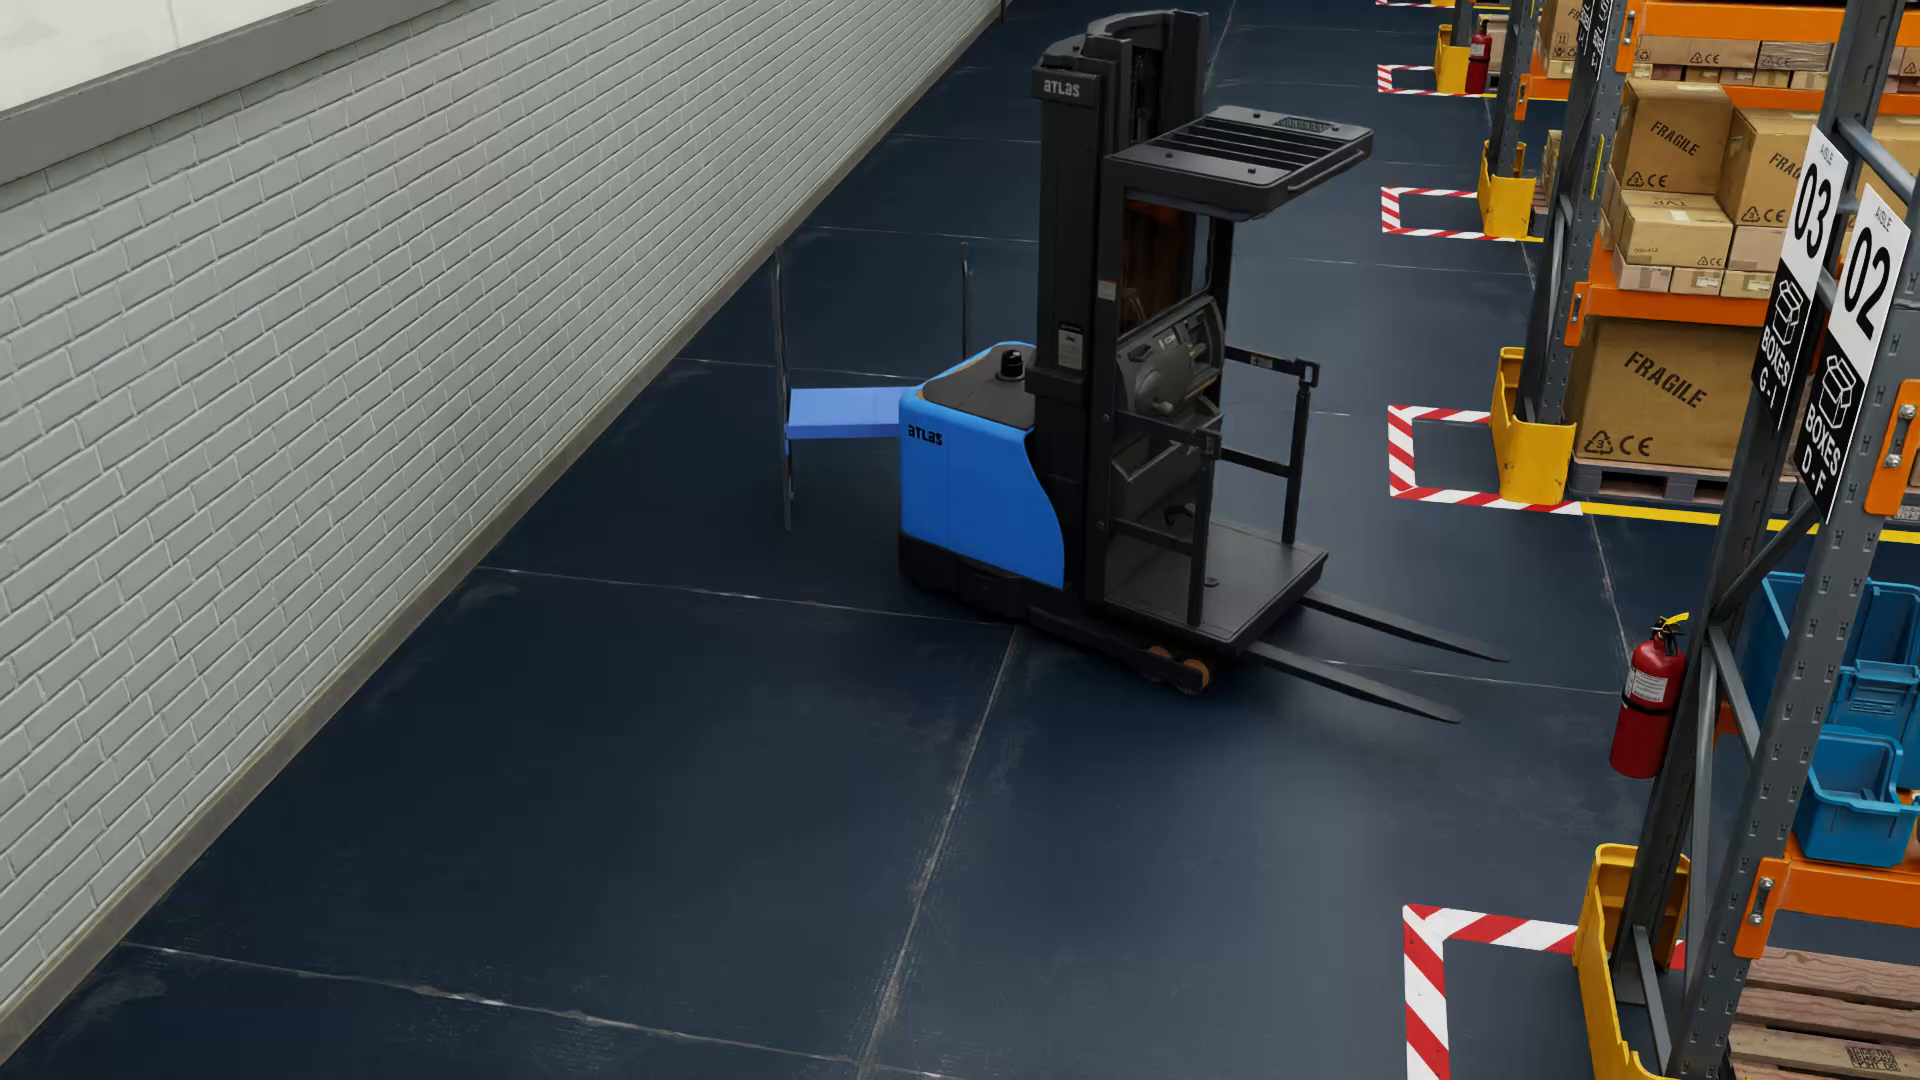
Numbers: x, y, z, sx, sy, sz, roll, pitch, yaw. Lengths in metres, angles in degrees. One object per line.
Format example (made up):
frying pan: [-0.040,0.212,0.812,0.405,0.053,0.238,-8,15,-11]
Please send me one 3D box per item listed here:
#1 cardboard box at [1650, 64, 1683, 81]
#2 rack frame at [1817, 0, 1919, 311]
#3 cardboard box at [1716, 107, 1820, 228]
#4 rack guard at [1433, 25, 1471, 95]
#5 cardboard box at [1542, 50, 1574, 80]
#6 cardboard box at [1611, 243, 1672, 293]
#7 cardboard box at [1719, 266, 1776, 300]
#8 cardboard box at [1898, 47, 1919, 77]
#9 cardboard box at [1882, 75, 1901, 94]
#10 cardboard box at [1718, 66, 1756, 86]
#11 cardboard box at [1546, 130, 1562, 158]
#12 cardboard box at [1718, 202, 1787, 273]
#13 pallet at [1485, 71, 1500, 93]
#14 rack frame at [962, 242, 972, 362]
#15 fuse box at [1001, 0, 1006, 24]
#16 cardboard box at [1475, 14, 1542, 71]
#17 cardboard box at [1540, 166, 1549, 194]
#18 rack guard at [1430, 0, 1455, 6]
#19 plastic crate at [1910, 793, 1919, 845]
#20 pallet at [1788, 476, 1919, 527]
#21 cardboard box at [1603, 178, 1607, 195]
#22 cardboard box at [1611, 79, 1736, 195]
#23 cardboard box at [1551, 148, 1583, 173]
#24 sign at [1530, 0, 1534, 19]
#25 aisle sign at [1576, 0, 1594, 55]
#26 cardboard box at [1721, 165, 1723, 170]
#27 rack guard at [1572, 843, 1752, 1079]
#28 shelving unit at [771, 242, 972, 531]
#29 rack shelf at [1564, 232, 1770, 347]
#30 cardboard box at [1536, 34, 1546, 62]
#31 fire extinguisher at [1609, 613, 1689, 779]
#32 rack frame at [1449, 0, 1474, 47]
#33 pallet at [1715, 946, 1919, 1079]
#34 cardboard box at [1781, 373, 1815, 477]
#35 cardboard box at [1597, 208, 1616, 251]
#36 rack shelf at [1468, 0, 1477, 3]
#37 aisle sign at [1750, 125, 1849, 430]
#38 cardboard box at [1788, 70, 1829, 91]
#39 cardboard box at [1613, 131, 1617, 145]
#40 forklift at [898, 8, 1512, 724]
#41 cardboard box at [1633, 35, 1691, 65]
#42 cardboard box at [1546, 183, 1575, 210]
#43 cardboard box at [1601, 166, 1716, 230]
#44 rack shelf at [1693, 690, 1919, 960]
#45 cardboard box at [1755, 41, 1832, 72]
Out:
cardboard box: [5.631,-3.800,13.329,0.250,0.149,0.380,7,30,13]
rack frame: [2.422,-2.103,3.720,0.127,3.000,1.000,6,29,11]
cardboard box: [4.359,-1.966,8.783,0.500,0.500,0.500,5,29,9]
rack guard: [5.503,-5.357,18.515,0.348,0.500,1.175,6,29,11]
cardboard box: [4.840,-3.820,13.365,0.250,0.149,0.380,6,29,10]
cardboard box: [3.735,-1.497,9.122,0.250,0.149,0.380,6,29,11]
cardboard box: [4.237,-1.446,9.029,0.250,0.149,0.380,5,29,9]
cardboard box: [7.464,-3.858,12.760,0.500,0.500,0.500,5,29,9]
cardboard box: [7.133,-3.604,12.971,0.250,0.149,0.380,5,29,8]
cardboard box: [6.127,-3.723,13.189,0.250,0.149,0.380,5,29,10]
cardboard box: [5.162,-3.377,14.207,0.250,0.149,0.380,6,29,11]
cardboard box: [4.380,-1.638,8.965,0.500,0.250,0.500,6,29,10]
pallet: [6.325,-5.185,18.501,1.213,0.211,1.003,6,29,11]
rack frame: [0.037,-0.851,9.243,0.032,1.500,0.500,-1,29,-2]
fuse box: [0.588,-7.413,21.008,0.414,1.711,0.539,6,29,11]
cardboard box: [6.193,-5.492,18.390,0.875,0.438,0.875,5,29,9]
cardboard box: [5.150,-3.095,14.312,0.250,0.149,0.380,6,29,11]
rack guard: [6.633,-7.679,22.755,0.348,0.500,1.175,6,29,11]
plastic crate: [2.892,0.869,4.752,0.298,0.136,0.250,6,29,11]
pallet: [5.445,-0.407,9.774,1.213,0.211,1.003,6,29,11]
cardboard box: [5.306,-2.954,13.743,0.250,0.149,0.380,6,29,10]
cardboard box: [3.988,-2.265,9.330,0.500,0.500,0.500,6,29,11]
cardboard box: [5.033,-3.099,13.699,0.250,0.149,0.380,5,29,8]
sign: [4.478,-4.241,12.972,0.005,0.325,0.100,6,29,11]
aisle sign: [3.449,-3.086,9.056,0.004,0.787,0.394,6,29,11]
cardboard box: [6.076,-3.024,13.562,0.250,0.149,0.380,7,29,13]
rack guard: [2.396,1.629,5.754,0.348,0.500,1.175,6,29,11]
shelving unit: [-0.471,-0.839,9.221,1.048,1.500,0.538,-1,29,-2]
rack shelf: [5.413,-1.281,9.216,4.000,0.370,1.077,6,29,11]
cardboard box: [4.969,-4.106,13.889,0.250,0.149,0.380,6,29,11]
fire extinguisher: [2.370,0.498,5.686,0.183,0.674,0.296,6,29,11]
rack frame: [5.526,-6.451,17.910,0.127,3.000,1.000,6,29,11]
pallet: [3.221,1.853,5.646,1.213,0.211,1.003,6,29,11]
cardboard box: [4.989,-0.932,9.603,0.875,0.875,0.875,6,29,11]
cardboard box: [3.874,-1.806,9.687,0.250,0.149,0.380,6,29,12]
rack shelf: [7.482,-5.935,17.717,4.000,0.370,1.077,6,29,11]
aisle sign: [2.413,-0.756,4.801,0.004,0.787,0.394,6,29,11]
cardboard box: [6.631,-3.647,13.049,0.250,0.149,0.380,6,29,12]
cardboard box: [5.676,-3.359,14.173,0.250,0.149,0.380,5,29,9]
forklift: [1.167,-0.840,7.733,3.031,2.935,1.130,19,34,31]
cardboard box: [5.501,-4.074,13.155,0.500,0.500,0.500,6,29,11]
cardboard box: [5.037,-2.847,13.859,0.250,0.149,0.380,6,29,12]
cardboard box: [3.986,-1.938,9.513,0.500,0.250,0.500,5,29,10]
rack shelf: [4.378,1.045,4.967,4.000,0.370,1.077,6,29,11]
cardboard box: [6.478,-3.971,12.966,0.500,0.500,0.500,5,29,9]
